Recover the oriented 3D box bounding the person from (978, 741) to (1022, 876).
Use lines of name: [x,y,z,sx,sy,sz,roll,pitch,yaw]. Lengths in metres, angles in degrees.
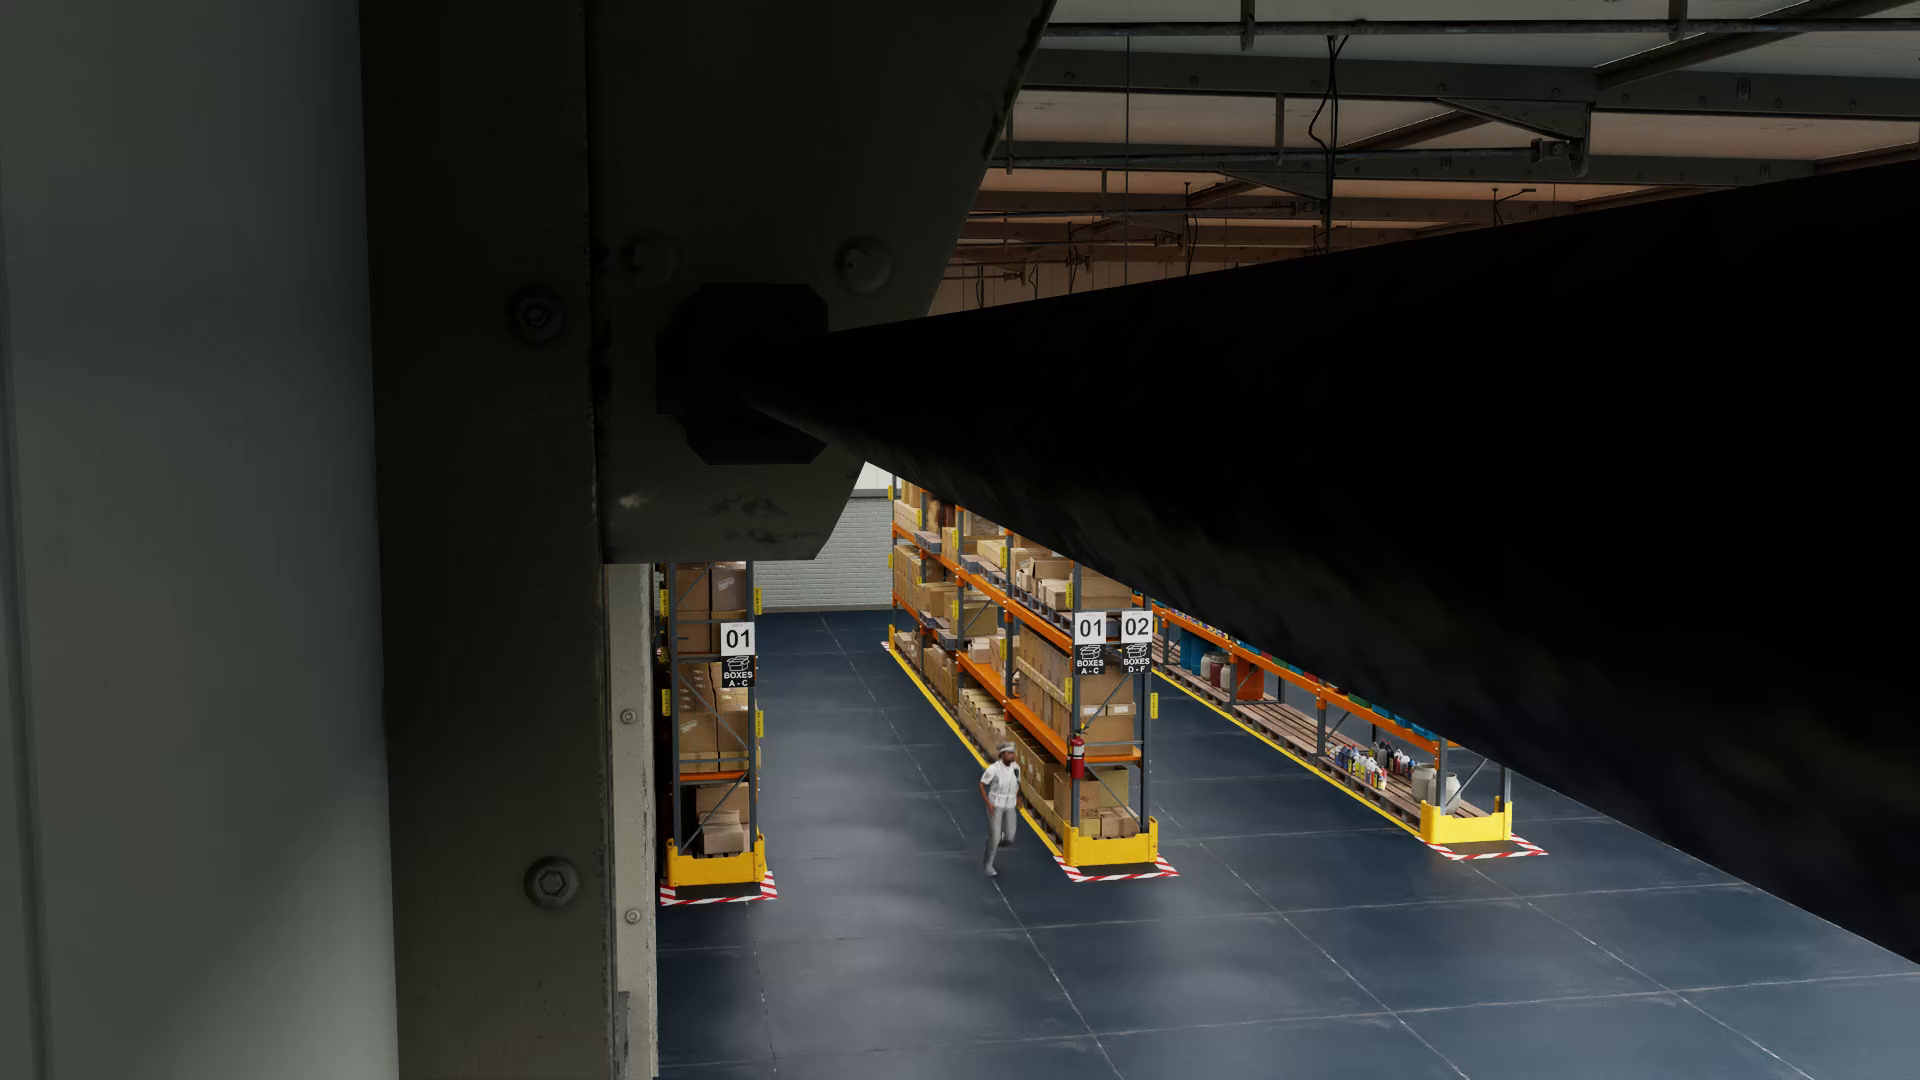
person: [0.523,3.301,20.658,0.624,1.643,0.522,-3,7,-25]
